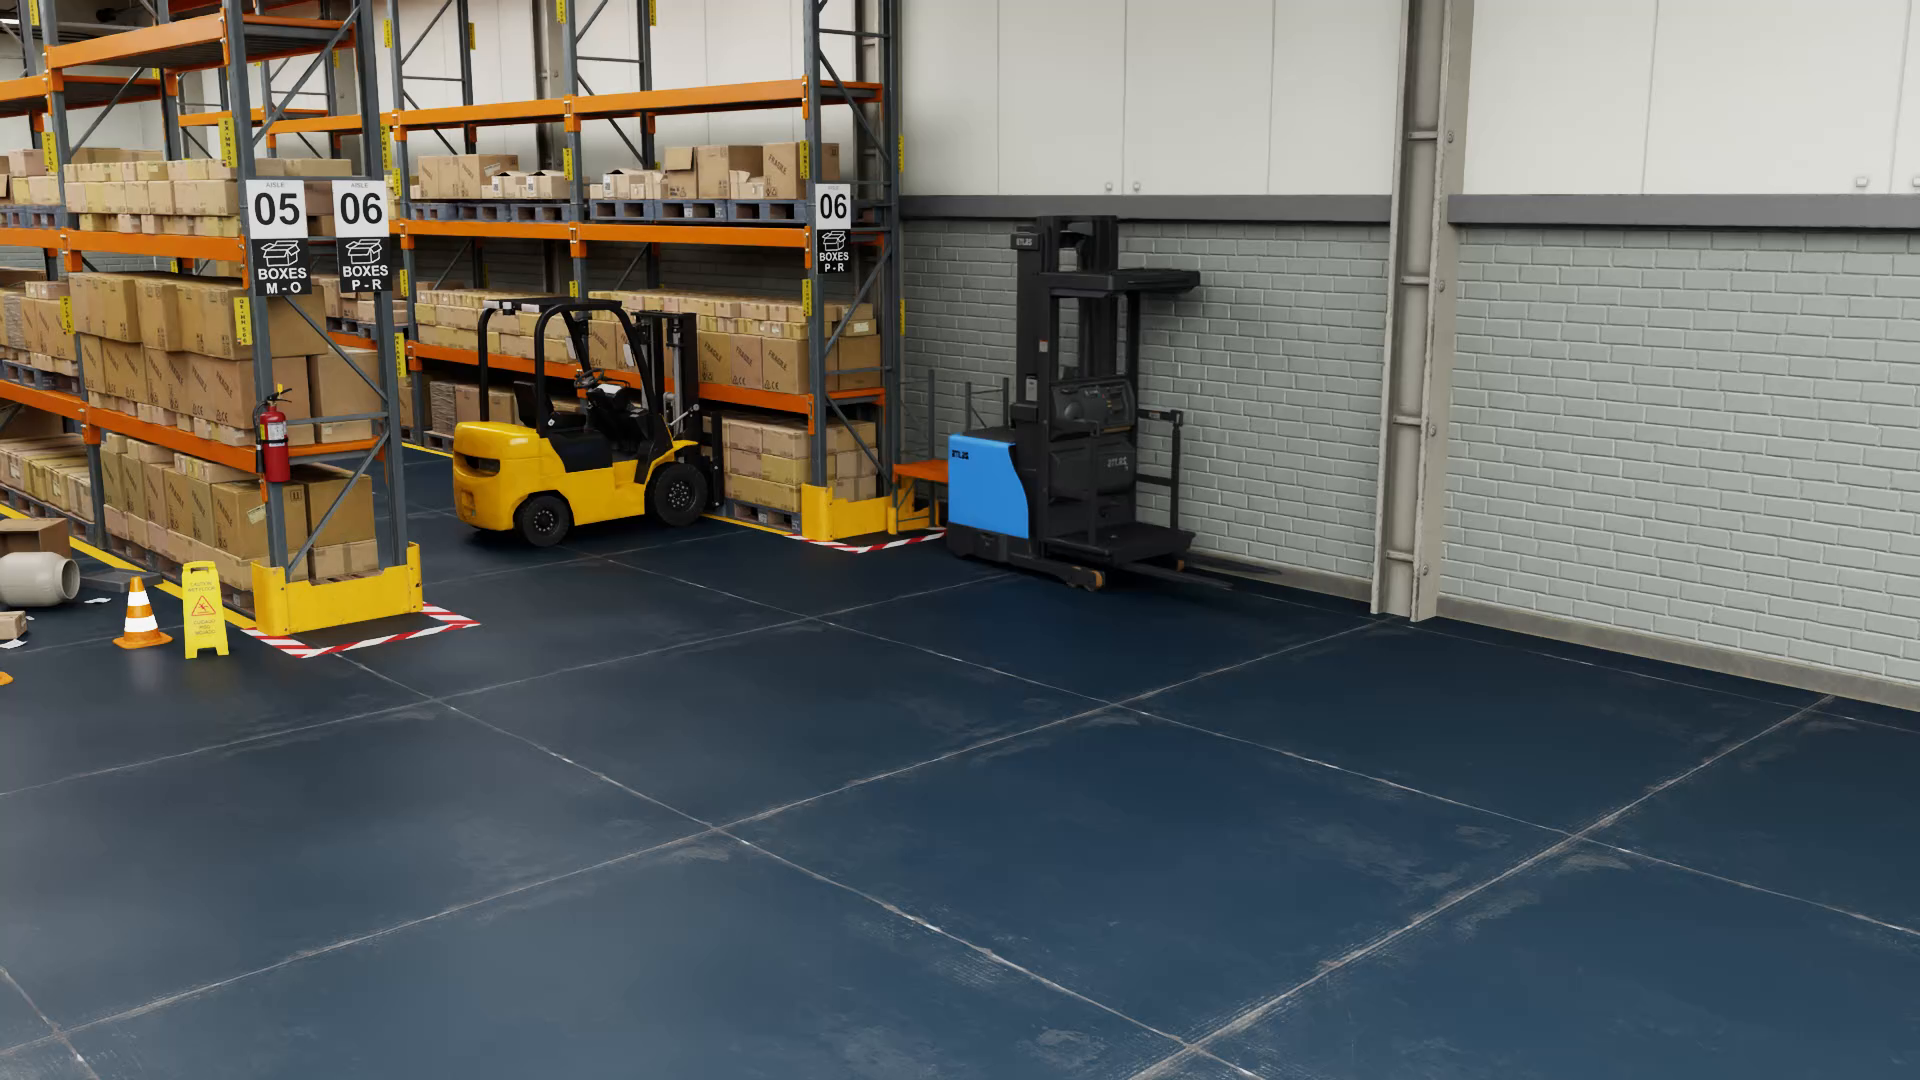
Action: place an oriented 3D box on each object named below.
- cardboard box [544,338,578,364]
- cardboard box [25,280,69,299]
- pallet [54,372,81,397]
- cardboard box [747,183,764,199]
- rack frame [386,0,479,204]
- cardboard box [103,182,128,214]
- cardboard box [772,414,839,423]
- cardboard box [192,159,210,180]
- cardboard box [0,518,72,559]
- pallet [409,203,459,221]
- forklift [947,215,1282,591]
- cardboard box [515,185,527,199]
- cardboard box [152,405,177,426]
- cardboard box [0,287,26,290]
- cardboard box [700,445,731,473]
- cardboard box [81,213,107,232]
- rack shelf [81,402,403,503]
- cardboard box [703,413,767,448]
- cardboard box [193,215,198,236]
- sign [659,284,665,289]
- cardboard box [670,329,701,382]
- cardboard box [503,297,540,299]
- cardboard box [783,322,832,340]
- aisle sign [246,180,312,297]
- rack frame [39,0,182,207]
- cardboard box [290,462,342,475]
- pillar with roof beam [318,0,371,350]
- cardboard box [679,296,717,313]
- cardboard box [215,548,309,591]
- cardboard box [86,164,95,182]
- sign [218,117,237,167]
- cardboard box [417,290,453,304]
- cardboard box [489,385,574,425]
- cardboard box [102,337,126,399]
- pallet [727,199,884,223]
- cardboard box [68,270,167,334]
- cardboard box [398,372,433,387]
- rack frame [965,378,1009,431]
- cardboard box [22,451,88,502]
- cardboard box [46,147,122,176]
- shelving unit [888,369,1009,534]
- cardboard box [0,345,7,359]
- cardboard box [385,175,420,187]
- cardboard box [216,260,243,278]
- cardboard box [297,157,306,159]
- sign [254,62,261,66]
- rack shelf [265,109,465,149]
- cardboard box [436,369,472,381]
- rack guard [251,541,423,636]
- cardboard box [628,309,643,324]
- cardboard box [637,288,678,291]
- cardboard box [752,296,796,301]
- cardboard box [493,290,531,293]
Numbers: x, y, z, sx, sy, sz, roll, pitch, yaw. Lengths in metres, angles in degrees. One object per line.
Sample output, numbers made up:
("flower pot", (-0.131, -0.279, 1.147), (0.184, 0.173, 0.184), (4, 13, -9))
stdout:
("cardboard box", (-4.264, -2.108, 18.422), (0.500, 0.250, 0.500), (-10, 16, -41))
("cardboard box", (-8.488, -2.342, 15.551), (0.250, 0.149, 0.380), (11, 16, 43))
("pallet", (-7.737, -1.490, 15.526), (1.003, 0.211, 1.213), (-11, 16, -43))
("cardboard box", (-1.756, -3.240, 15.445), (0.250, 0.149, 0.380), (11, 16, 44))
("rack frame", (-6.489, -5.667, 20.455), (1.000, 3.000, 0.127), (-11, 16, -43))
("cardboard box", (-6.509, -2.743, 13.329), (0.500, 0.250, 0.500), (-11, 16, -42))
("cardboard box", (-1.507, -1.079, 16.347), (0.500, 0.250, 0.500), (-11, 16, -42))
("cardboard box", (-5.339, -2.691, 12.092), (0.380, 0.149, 0.250), (-11, 16, -43))
("cardboard box", (-7.558, 0.117, 13.439), (0.500, 0.500, 0.500), (-1, 12, -4))
("pallet", (-5.956, -4.019, 20.356), (1.213, 0.211, 1.003), (-10, 15, -40))
("forklift", (1.241, -1.144, 13.538), (1.130, 2.935, 3.031), (-10, 15, -41))
("cardboard box", (-4.706, -3.864, 18.470), (0.380, 0.149, 0.250), (-11, 16, -43))
("cardboard box", (-6.258, -1.018, 13.380), (0.380, 0.149, 0.250), (-11, 16, -43))
("cardboard box", (-9.933, -2.339, 17.142), (0.500, 0.500, 0.500), (11, 16, 44))
("cardboard box", (-2.237, -0.839, 16.425), (0.500, 0.250, 0.500), (-11, 16, -44))
("cardboard box", (-7.138, -2.673, 13.977), (0.380, 0.149, 0.250), (-11, 16, -42))
("rack shelf", (-5.933, -0.808, 13.522), (1.077, 0.370, 4.000), (-11, 16, -43))
("cardboard box", (-2.221, -1.079, 16.351), (0.500, 0.250, 0.500), (-11, 16, -42))
("cardboard box", (-5.482, -2.349, 12.409), (0.380, 0.149, 0.250), (-11, 16, -42))
("sign", (-3.327, -2.685, 18.508), (0.100, 0.325, 0.005), (-11, 16, -43))
("cardboard box", (-2.555, -1.869, 16.639), (0.500, 0.500, 0.500), (-11, 16, -42))
("cardboard box", (-5.027, -2.713, 19.128), (0.380, 0.149, 0.250), (-11, 16, -42))
("cardboard box", (-1.407, -1.939, 15.373), (0.380, 0.149, 0.250), (-11, 16, -42))
("aisle sign", (-4.719, -2.093, 11.531), (0.394, 0.787, 0.004), (-11, 16, -43))
("rack frame", (-7.314, -4.391, 14.261), (1.000, 3.000, 0.127), (-11, 16, -43))
("cardboard box", (-5.290, -0.330, 13.335), (0.500, 0.500, 0.500), (11, 16, 43))
("pillar with roof beam", (-12.194, -5.878, 21.479), (9.100, 9.000, 0.400), (-11, 16, -43))
("cardboard box", (-2.589, -2.358, 16.671), (0.380, 0.149, 0.250), (-11, 16, -42))
("cardboard box", (-5.321, 0.188, 12.676), (0.500, 0.250, 0.500), (-11, 16, -43))
("cardboard box", (-6.956, -3.024, 13.707), (0.250, 0.149, 0.380), (11, 16, 43))
("sign", (-4.967, -2.697, 11.280), (0.100, 0.325, 0.005), (-11, 16, -43))
("cardboard box", (-6.482, -3.008, 20.559), (0.380, 0.149, 0.250), (-10, 15, -41))
("cardboard box", (-5.146, -1.486, 19.872), (0.625, 0.625, 0.875), (11, 16, 43))
("cardboard box", (-6.849, -1.474, 13.986), (0.500, 0.500, 0.500), (-11, 16, -43))
("pallet", (-1.434, -3.094, 15.618), (1.003, 0.211, 1.213), (-11, 16, -43))
("cardboard box", (-7.167, -2.042, 14.267), (0.700, 0.500, 0.500), (-11, 16, -43))
("cardboard box", (-7.013, -2.064, 21.383), (0.250, 0.149, 0.380), (11, 16, 42))
("rack frame", (0.243, -0.681, 14.838), (0.500, 1.500, 0.032), (-10, 16, -41))
("cardboard box", (-8.659, -0.653, 16.457), (0.950, 0.372, 0.625), (-10, 15, -41))
("cardboard box", (-7.807, -3.366, 14.810), (0.500, 0.250, 0.500), (-10, 16, -41))
("shelving unit", (-0.103, -0.759, 15.215), (0.587, 1.500, 1.083), (-10, 16, -41))
("cardboard box", (-9.485, -1.910, 16.670), (0.380, 0.149, 0.250), (-11, 16, -42))
("cardboard box", (-6.941, -4.474, 20.746), (0.380, 0.149, 0.250), (-10, 15, -41))
("cardboard box", (-10.859, -4.013, 25.070), (0.500, 0.500, 0.500), (-10, 16, -41))
("cardboard box", (-9.296, -5.169, 23.042), (0.396, 0.266, 0.258), (-11, 16, -43))
("sign", (-9.657, -6.674, 22.832), (0.100, 0.325, 0.005), (-11, 16, -43))
("rack shelf", (-7.870, -5.410, 21.984), (1.077, 0.370, 4.000), (-11, 16, -43))
("cardboard box", (-6.624, -2.147, 21.785), (0.380, 0.149, 0.250), (-10, 15, -40))
("rack guard", (-4.604, 0.344, 12.339), (1.175, 0.500, 0.348), (-11, 16, -43))
("cardboard box", (-3.200, -2.310, 17.174), (0.380, 0.149, 0.250), (-10, 16, -41))
("cardboard box", (-3.288, -2.653, 18.099), (0.380, 0.149, 0.250), (-11, 16, -42))
("cardboard box", (-1.861, -2.357, 16.663), (0.250, 0.149, 0.380), (11, 16, 44))
("cardboard box", (-5.502, -2.981, 20.430), (0.380, 0.149, 0.250), (-11, 16, -44))
